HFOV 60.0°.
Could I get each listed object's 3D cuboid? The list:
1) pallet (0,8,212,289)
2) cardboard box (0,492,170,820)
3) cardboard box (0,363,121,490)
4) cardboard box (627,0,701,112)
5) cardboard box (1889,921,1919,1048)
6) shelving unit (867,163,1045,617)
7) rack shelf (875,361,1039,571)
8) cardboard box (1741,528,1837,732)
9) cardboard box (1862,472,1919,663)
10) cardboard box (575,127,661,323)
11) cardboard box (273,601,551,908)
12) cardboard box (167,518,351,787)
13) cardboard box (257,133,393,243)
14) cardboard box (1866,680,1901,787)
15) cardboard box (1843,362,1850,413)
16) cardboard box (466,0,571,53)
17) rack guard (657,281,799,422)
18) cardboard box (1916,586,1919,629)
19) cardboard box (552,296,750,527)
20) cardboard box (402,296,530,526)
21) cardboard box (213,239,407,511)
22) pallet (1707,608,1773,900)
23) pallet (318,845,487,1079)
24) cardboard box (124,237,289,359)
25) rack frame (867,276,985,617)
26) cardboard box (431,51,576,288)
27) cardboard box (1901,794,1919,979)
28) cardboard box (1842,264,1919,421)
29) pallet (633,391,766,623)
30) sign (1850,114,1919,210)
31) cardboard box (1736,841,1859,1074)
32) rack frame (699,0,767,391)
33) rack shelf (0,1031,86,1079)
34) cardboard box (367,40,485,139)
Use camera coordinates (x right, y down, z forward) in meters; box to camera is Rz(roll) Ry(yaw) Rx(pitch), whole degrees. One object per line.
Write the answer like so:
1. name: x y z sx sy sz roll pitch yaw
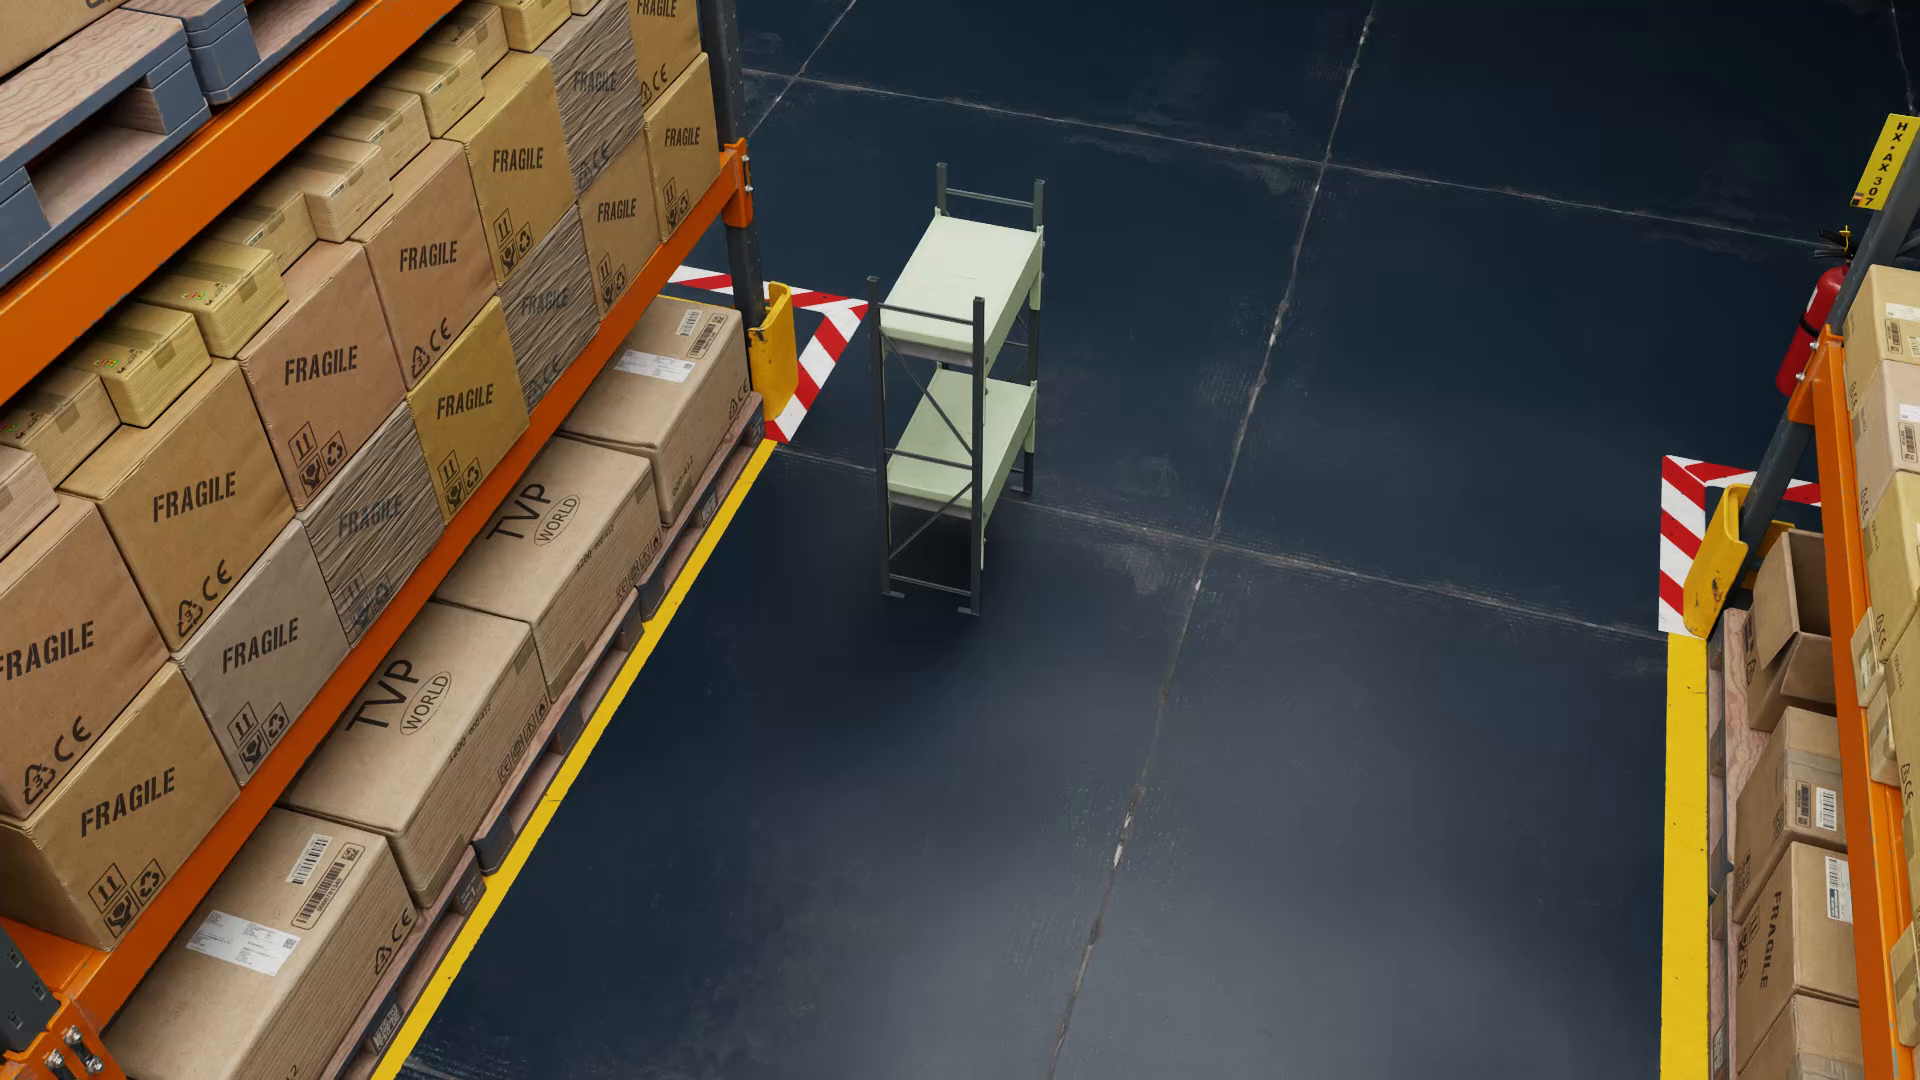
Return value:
1. pallet: -2.277 -0.718 3.258 1.003 0.211 1.213 13 46 13
2. cardboard box: -2.160 0.206 3.608 0.500 0.500 0.500 13 46 13
3. cardboard box: -2.092 -0.269 3.630 0.380 0.149 0.250 12 46 12
4. cardboard box: -1.242 -1.822 5.681 0.500 0.500 0.500 14 46 14
5. cardboard box: 2.323 1.036 3.726 0.380 0.149 0.250 12 46 12
6. shelving unit: -0.002 -0.532 6.221 0.431 1.500 0.755 13 46 12
7. rack shelf: -0.002 -0.299 6.449 0.431 0.370 0.720 13 46 12
8. cardboard box: 3.133 0.378 5.704 0.797 0.503 0.637 11 45 11
9. cardboard box: 2.711 0.115 4.382 0.500 0.250 0.500 12 46 12
10. cardboard box: -1.384 -1.128 5.686 0.500 0.500 0.500 12 46 12
11. cardboard box: -1.972 0.638 5.485 0.875 0.438 0.875 11 45 11
12. cardboard box: -1.987 0.238 4.291 0.500 0.500 0.500 13 46 13
13. cardboard box: -1.713 -0.926 4.302 0.380 0.149 0.250 13 46 13
14. cardboard box: 2.549 0.527 4.247 0.380 0.149 0.250 14 46 13
15. cardboard box: 3.047 -0.501 5.297 0.380 0.149 0.250 12 46 12
16. cardboard box: -1.409 -1.621 5.011 0.380 0.149 0.250 14 46 13
17. rack guard: -1.316 -0.923 7.336 1.175 0.500 0.348 13 46 13
18. cardboard box: 2.560 0.173 3.787 0.500 0.500 0.500 14 46 14
19. cardboard box: -1.428 -0.574 6.724 0.875 0.438 0.875 11 45 11
20. cardboard box: -1.674 -0.436 4.979 0.500 0.500 0.500 14 46 14
21. cardboard box: -1.835 -0.468 4.297 0.500 0.500 0.500 13 46 13
22. pallet: 3.145 0.827 5.754 1.003 0.211 1.213 13 46 13
23. pallet: -2.230 1.372 5.197 1.003 0.211 1.213 13 46 13
24. cardboard box: -1.851 -0.592 3.960 0.380 0.149 0.250 11 46 11
25. rack frame: -0.113 -0.288 5.972 0.400 1.500 0.023 13 46 12
26. cardboard box: -1.526 -1.139 4.982 0.500 0.500 0.500 12 46 12
27. cardboard box: 2.420 0.804 3.679 0.500 0.250 0.500 12 46 12
28. cardboard box: 3.014 -0.559 5.071 0.500 0.250 0.500 13 46 13
29. pallet: -1.491 -0.255 6.859 1.003 0.211 1.213 13 46 13
30. sign: 2.891 -1.176 5.188 0.100 0.325 0.005 13 46 13
31. cardboard box: 2.581 1.272 4.793 0.500 0.500 0.500 13 46 13
32. rack frame: -1.323 -1.801 6.446 1.000 3.000 0.127 13 46 13
33. rack shelf: -3.140 2.456 2.610 1.077 0.370 4.000 13 46 13
34. cardboard box: -1.575 -1.282 4.665 0.380 0.149 0.250 14 46 13
